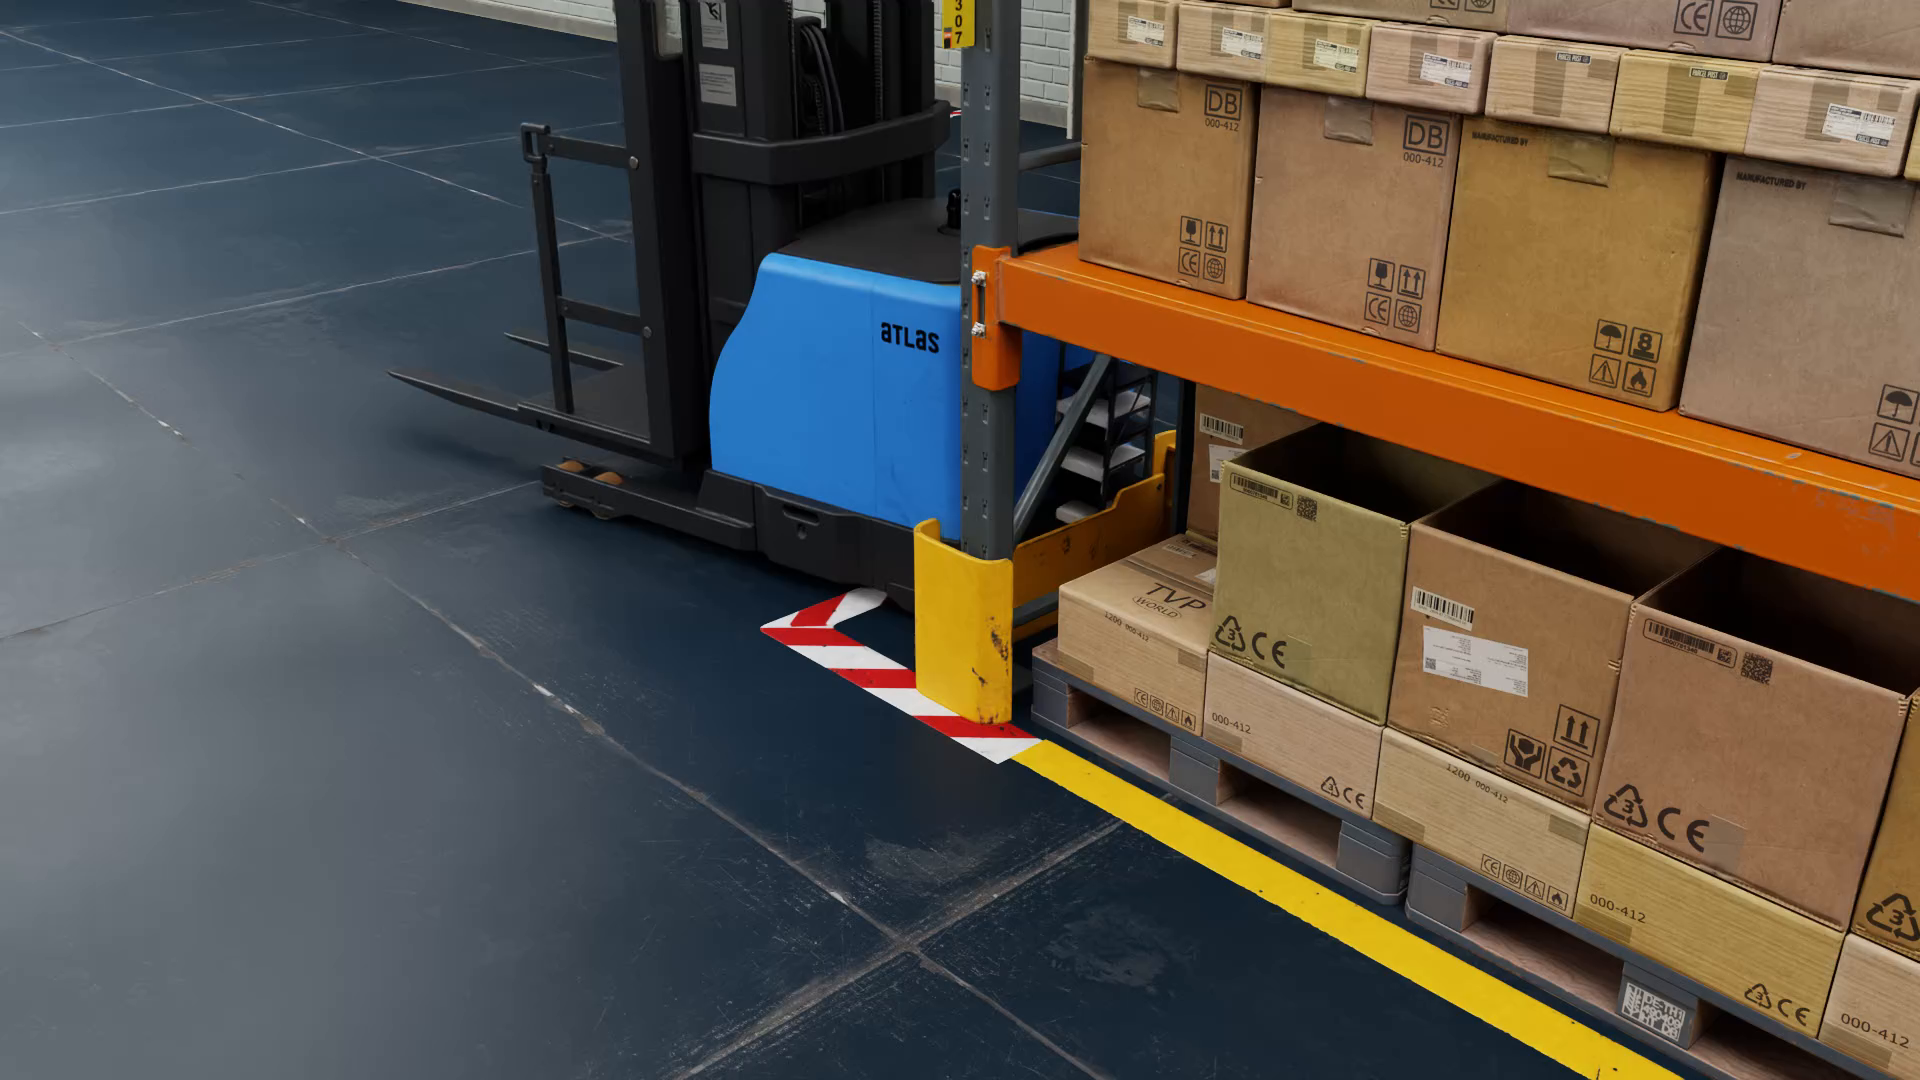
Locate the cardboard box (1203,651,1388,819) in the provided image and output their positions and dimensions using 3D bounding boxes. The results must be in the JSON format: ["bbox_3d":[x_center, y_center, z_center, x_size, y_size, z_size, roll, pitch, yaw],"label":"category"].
[{"bbox_3d":[0.955,0.388,4.093,0.500,0.250,0.500,-21,32,-38],"label":"cardboard box"}]

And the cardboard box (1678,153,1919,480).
[{"bbox_3d":[1.776,-0.480,3.068,0.700,0.500,0.500,-20,31,-37],"label":"cardboard box"}]

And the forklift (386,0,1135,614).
[{"bbox_3d":[-0.895,-1.566,5.650,3.031,2.935,1.130,16,29,32],"label":"forklift"}]

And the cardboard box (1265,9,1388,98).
[{"bbox_3d":[0.869,-1.054,3.543,0.380,0.149,0.250,-21,32,-38],"label":"cardboard box"}]

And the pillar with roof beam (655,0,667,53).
[{"bbox_3d":[-6.215,-7.632,11.636,9.100,9.000,0.400,-21,32,-38],"label":"pillar with roof beam"}]

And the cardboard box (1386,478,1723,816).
[{"bbox_3d":[1.304,0.195,3.612,0.500,0.500,0.500,-21,32,-38],"label":"cardboard box"}]

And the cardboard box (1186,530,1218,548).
[{"bbox_3d":[0.988,0.091,4.744,0.500,0.250,0.500,-21,32,-38],"label":"cardboard box"}]

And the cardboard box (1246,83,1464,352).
[{"bbox_3d":[1.078,-0.791,3.749,0.700,0.500,0.500,-20,31,-37],"label":"cardboard box"}]

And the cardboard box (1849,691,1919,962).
[{"bbox_3d":[1.986,0.499,2.946,0.500,0.500,0.500,-21,32,-38],"label":"cardboard box"}]

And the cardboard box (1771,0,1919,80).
[{"bbox_3d":[1.803,-1.061,2.777,0.700,0.500,0.500,-21,32,-38],"label":"cardboard box"}]

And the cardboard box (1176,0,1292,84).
[{"bbox_3d":[0.699,-1.129,3.710,0.380,0.149,0.250,-22,33,-40],"label":"cardboard box"}]

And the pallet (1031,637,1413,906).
[{"bbox_3d":[0.959,0.440,4.530,1.003,0.211,1.213,-21,32,-38],"label":"pallet"}]

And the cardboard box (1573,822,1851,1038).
[{"bbox_3d":[1.634,0.692,3.425,0.500,0.250,0.500,-21,32,-38],"label":"cardboard box"}]

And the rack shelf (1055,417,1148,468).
[{"bbox_3d":[0.450,-0.325,5.239,0.200,0.077,0.258,23,33,36],"label":"rack shelf"}]

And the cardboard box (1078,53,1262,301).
[{"bbox_3d":[0.716,-0.948,4.095,0.700,0.500,0.500,-21,32,-38],"label":"cardboard box"}]

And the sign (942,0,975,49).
[{"bbox_3d":[-0.003,-1.322,3.896,0.100,0.325,0.005,-21,32,-38],"label":"sign"}]

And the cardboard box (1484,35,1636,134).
[{"bbox_3d":[1.224,-0.896,3.199,0.250,0.149,0.380,23,33,40],"label":"cardboard box"}]

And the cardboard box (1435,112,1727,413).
[{"bbox_3d":[1.413,-0.639,3.415,0.700,0.500,0.500,-21,32,-38],"label":"cardboard box"}]

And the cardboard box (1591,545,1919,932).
[{"bbox_3d":[1.633,0.351,3.269,0.500,0.500,0.500,-21,32,-38],"label":"cardboard box"}]

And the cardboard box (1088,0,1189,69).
[{"bbox_3d":[0.517,-1.209,3.883,0.380,0.149,0.250,-22,32,-39],"label":"cardboard box"}]

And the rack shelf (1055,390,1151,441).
[{"bbox_3d":[0.454,-0.406,5.200,0.200,0.077,0.258,23,33,36],"label":"rack shelf"}]

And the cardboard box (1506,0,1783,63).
[{"bbox_3d":[1.460,-1.212,3.110,0.700,0.500,0.500,-21,32,-38],"label":"cardboard box"}]

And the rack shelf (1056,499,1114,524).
[{"bbox_3d":[0.438,-0.083,5.358,0.200,0.077,0.258,23,33,36],"label":"rack shelf"}]

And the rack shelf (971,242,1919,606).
[{"bbox_3d":[1.773,-0.115,3.254,1.077,0.370,4.000,-21,32,-38],"label":"rack shelf"}]

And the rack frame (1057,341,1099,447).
[{"bbox_3d":[0.372,-0.307,5.323,0.006,0.900,0.240,23,33,36],"label":"rack frame"}]

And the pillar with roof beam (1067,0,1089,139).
[{"bbox_3d":[-2.114,-5.814,7.652,9.100,9.000,0.400,-21,32,-38],"label":"pillar with roof beam"}]

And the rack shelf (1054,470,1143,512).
[{"bbox_3d":[0.442,-0.164,5.318,0.200,0.077,0.258,23,33,36],"label":"rack shelf"}]

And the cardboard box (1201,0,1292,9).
[{"bbox_3d":[0.752,-1.523,3.790,0.700,0.500,0.500,-21,32,-38],"label":"cardboard box"}]

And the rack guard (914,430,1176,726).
[{"bbox_3d":[0.390,0.082,4.968,1.175,0.500,0.348,-21,32,-38],"label":"rack guard"}]

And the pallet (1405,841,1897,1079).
[{"bbox_3d":[1.789,0.810,3.720,1.003,0.211,1.213,-21,32,-38],"label":"pallet"}]

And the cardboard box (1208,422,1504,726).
[{"bbox_3d":[0.953,0.047,3.936,0.500,0.500,0.500,-21,32,-38],"label":"cardboard box"}]

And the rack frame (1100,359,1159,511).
[{"bbox_3d":[0.524,-0.242,5.205,0.006,0.900,0.240,23,33,36],"label":"rack frame"}]

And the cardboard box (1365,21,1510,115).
[{"bbox_3d":[1.040,-0.976,3.374,0.380,0.149,0.250,-22,32,-39],"label":"cardboard box"}]

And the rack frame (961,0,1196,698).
[{"bbox_3d":[0.406,-1.048,4.433,1.000,3.000,0.127,-21,32,-38],"label":"rack frame"}]

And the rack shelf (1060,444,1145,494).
[{"bbox_3d":[0.446,-0.245,5.279,0.200,0.077,0.258,23,33,36],"label":"rack shelf"}]

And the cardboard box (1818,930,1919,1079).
[{"bbox_3d":[1.976,0.844,3.094,0.500,0.250,0.500,-21,32,-38],"label":"cardboard box"}]

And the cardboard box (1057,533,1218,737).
[{"bbox_3d":[0.610,0.237,4.422,0.500,0.250,0.500,-21,32,-38],"label":"cardboard box"}]

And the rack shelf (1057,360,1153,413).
[{"bbox_3d":[0.458,-0.487,5.160,0.200,0.077,0.258,23,33,36],"label":"rack shelf"}]

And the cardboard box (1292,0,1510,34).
[{"bbox_3d":[1.115,-1.365,3.444,0.700,0.500,0.500,-22,33,-40],"label":"cardboard box"}]

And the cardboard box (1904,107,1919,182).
[{"bbox_3d":[1.747,-0.663,2.688,0.380,0.149,0.250,-20,31,-37],"label":"cardboard box"}]

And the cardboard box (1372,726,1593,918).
[{"bbox_3d":[1.296,0.539,3.760,0.500,0.250,0.500,-21,32,-38],"label":"cardboard box"}]

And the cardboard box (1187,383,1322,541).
[{"bbox_3d":[0.990,-0.251,4.590,0.500,0.500,0.500,-21,32,-38],"label":"cardboard box"}]

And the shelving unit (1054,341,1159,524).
[{"bbox_3d":[0.448,-0.275,5.264,0.210,0.900,0.258,23,33,36],"label":"shelving unit"}]

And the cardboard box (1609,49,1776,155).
[{"bbox_3d":[1.399,-0.819,3.029,0.380,0.149,0.250,-22,32,-39],"label":"cardboard box"}]

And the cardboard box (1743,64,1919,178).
[{"bbox_3d":[1.567,-0.743,2.862,0.380,0.149,0.250,-21,32,-38],"label":"cardboard box"}]
